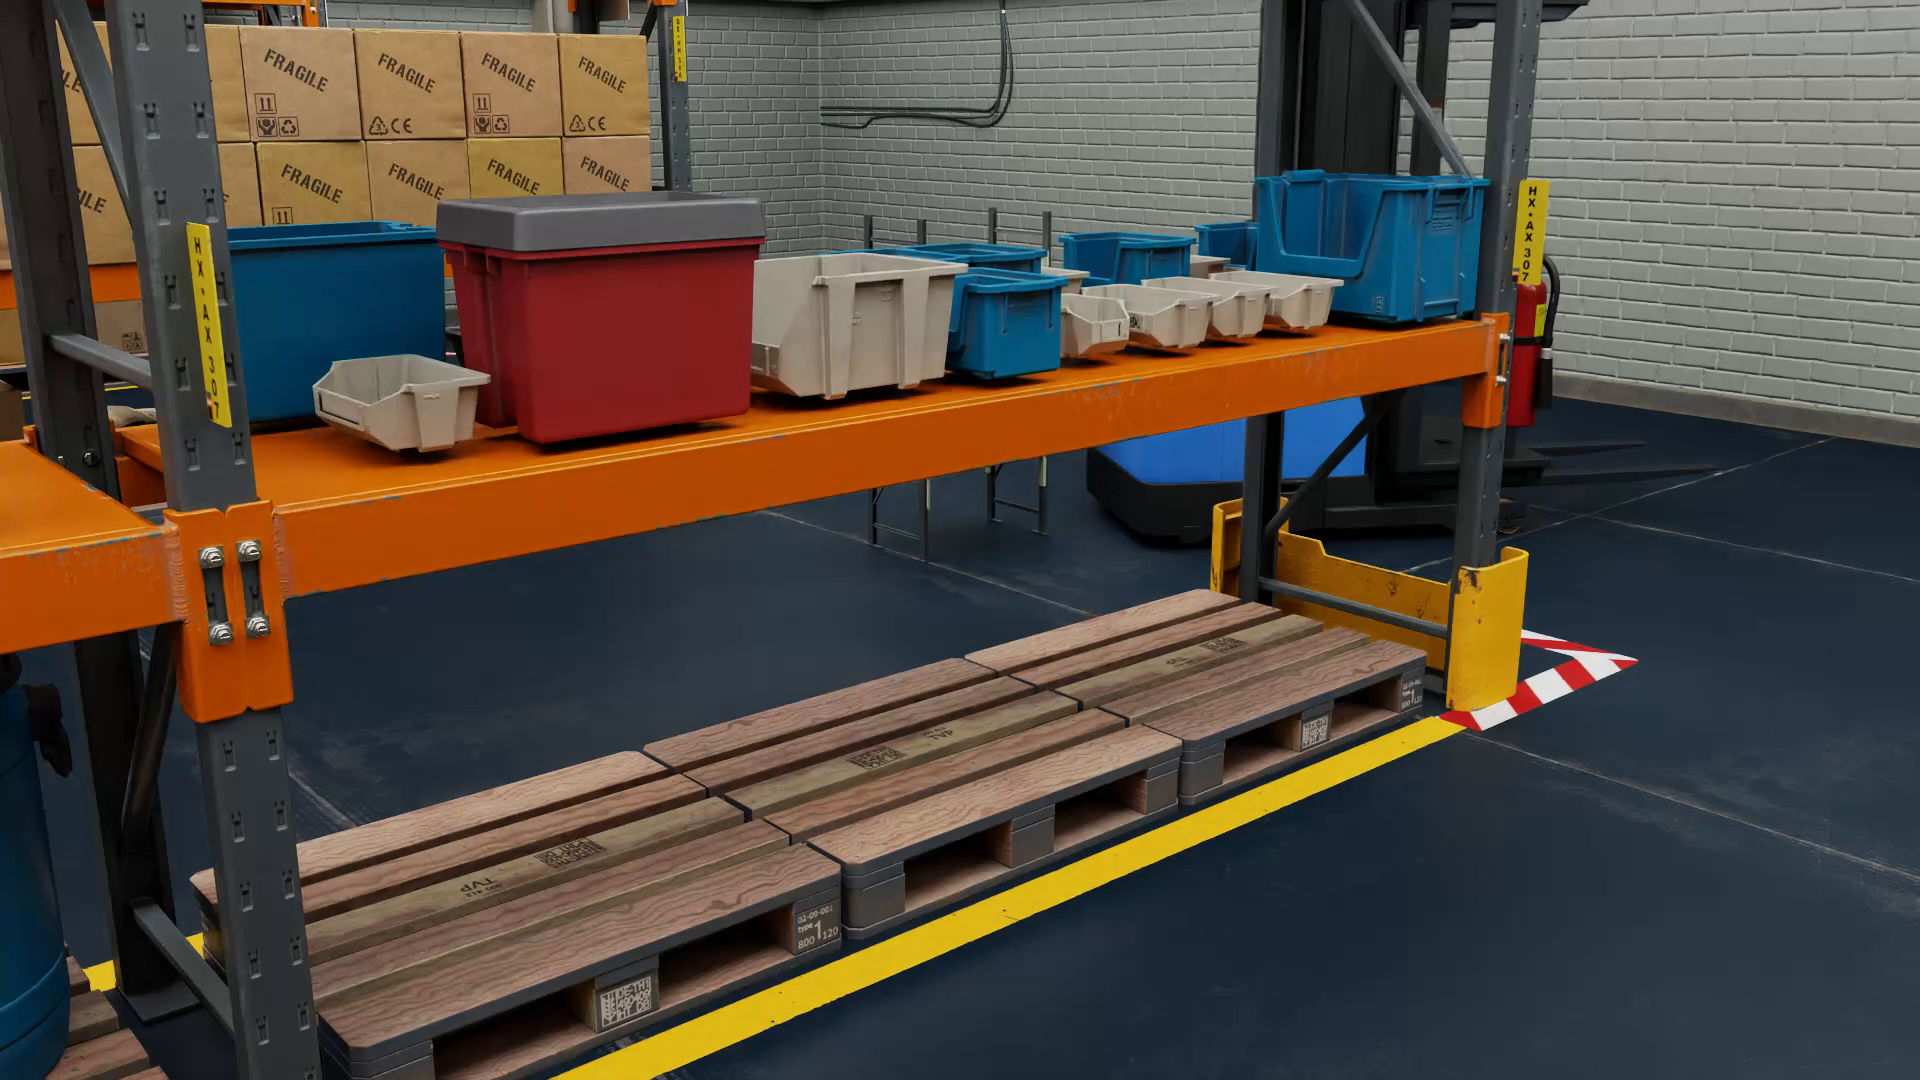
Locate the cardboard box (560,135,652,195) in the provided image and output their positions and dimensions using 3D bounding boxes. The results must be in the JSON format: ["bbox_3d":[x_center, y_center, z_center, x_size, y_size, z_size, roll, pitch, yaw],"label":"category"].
[{"bbox_3d":[-1.973,-1.885,8.800,0.500,0.500,0.500,-12,19,-38],"label":"cardboard box"}]

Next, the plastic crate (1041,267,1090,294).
[{"bbox_3d":[0.224,-0.771,5.220,0.298,0.136,0.250,-13,19,-39],"label":"plastic crate"}]

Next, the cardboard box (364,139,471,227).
[{"bbox_3d":[-2.742,-1.713,8.156,0.500,0.500,0.500,-12,19,-39],"label":"cardboard box"}]

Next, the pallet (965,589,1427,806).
[{"bbox_3d":[0.787,0.479,5.548,1.213,0.211,1.003,-13,19,-39],"label":"pallet"}]

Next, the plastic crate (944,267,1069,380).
[{"bbox_3d":[0.054,-0.551,4.208,0.300,0.233,0.416,-13,19,-39],"label":"plastic crate"}]

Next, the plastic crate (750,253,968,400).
[{"bbox_3d":[-0.310,-0.517,3.988,0.530,0.282,0.437,-13,19,-39],"label":"plastic crate"}]

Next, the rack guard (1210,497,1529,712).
[{"bbox_3d":[1.444,0.201,6.031,0.348,0.500,1.175,-13,19,-39],"label":"rack guard"}]

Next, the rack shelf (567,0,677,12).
[{"bbox_3d":[-3.323,-2.728,7.733,4.000,0.370,1.077,-13,19,-39],"label":"rack shelf"}]

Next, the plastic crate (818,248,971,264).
[{"bbox_3d":[-0.188,-0.697,4.755,0.300,0.233,0.416,-13,19,-39],"label":"plastic crate"}]

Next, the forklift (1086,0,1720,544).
[{"bbox_3d":[2.209,-1.566,7.934,3.031,2.935,1.130,-3,15,-11],"label":"forklift"}]

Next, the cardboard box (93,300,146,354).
[{"bbox_3d":[-6.288,-1.616,12.018,0.500,0.500,0.700,-13,20,-41],"label":"cardboard box"}]

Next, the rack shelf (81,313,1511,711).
[{"bbox_3d":[-0.074,-0.314,4.508,4.000,0.370,1.077,-13,19,-39],"label":"rack shelf"}]

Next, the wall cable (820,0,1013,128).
[{"bbox_3d":[-0.568,-5.216,15.857,0.112,2.526,3.097,-13,19,-39],"label":"wall cable"}]

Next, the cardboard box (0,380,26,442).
[{"bbox_3d":[-4.588,-0.445,7.593,0.500,0.500,0.500,-13,19,-39],"label":"cardboard box"}]

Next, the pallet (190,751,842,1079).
[{"bbox_3d":[-1.054,0.892,4.001,1.213,0.211,1.003,-13,19,-39],"label":"pallet"}]

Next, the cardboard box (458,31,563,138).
[{"bbox_3d":[-2.350,-2.282,8.350,0.500,0.500,0.500,-12,19,-38],"label":"cardboard box"}]

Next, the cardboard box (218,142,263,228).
[{"bbox_3d":[-3.505,-1.541,7.513,0.500,0.500,0.500,-13,20,-40],"label":"cardboard box"}]

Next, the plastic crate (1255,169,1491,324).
[{"bbox_3d":[1.304,-0.954,5.322,0.499,0.435,0.616,-13,19,-39],"label":"plastic crate"}]

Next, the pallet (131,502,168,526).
[{"bbox_3d":[-4.313,-0.057,7.554,1.213,0.211,1.003,-13,19,-39],"label":"pallet"}]

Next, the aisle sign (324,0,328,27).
[{"bbox_3d":[-4.818,-4.139,12.395,0.004,0.787,0.394,-13,19,-39],"label":"aisle sign"}]

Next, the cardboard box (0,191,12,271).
[{"bbox_3d":[-4.268,-1.369,6.871,0.500,0.500,0.500,-12,19,-38],"label":"cardboard box"}]

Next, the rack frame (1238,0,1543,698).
[{"bbox_3d":[1.434,-1.001,5.683,0.127,3.000,1.000,-13,19,-39],"label":"rack frame"}]

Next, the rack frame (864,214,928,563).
[{"bbox_3d":[-0.281,-0.661,7.320,0.023,1.500,0.400,-13,19,-39],"label":"rack frame"}]

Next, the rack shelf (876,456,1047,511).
[{"bbox_3d":[-0.005,-0.408,7.636,0.720,0.370,0.431,-13,19,-39],"label":"rack shelf"}]

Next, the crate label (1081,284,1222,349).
[{"bbox_3d":[0.516,-0.631,4.693,0.243,0.136,0.396,-13,19,-39],"label":"crate label"}]

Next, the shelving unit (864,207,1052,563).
[{"bbox_3d":[-0.005,-0.723,7.552,0.755,1.500,0.431,-13,19,-39],"label":"shelving unit"}]

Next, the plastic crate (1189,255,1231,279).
[{"bbox_3d":[0.736,-0.886,5.650,0.298,0.136,0.250,-13,19,-39],"label":"plastic crate"}]

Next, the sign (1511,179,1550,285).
[{"bbox_3d":[1.808,-0.975,5.272,0.005,0.325,0.100,-13,19,-39],"label":"sign"}]

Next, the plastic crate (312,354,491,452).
[{"bbox_3d":[-1.138,-0.276,3.364,0.243,0.136,0.396,-13,19,-39],"label":"plastic crate"}]

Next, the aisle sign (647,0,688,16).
[{"bbox_3d":[-1.562,-3.173,8.780,0.004,0.787,0.394,-13,19,-39],"label":"aisle sign"}]

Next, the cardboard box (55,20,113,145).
[{"bbox_3d":[-3.903,-1.932,7.038,0.500,0.500,0.500,-13,20,-41],"label":"cardboard box"}]

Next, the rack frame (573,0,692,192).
[{"bbox_3d":[-1.814,-1.965,9.296,0.127,3.000,1.000,-13,19,-39],"label":"rack frame"}]

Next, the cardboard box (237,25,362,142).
[{"bbox_3d":[-3.126,-2.106,7.692,0.500,0.500,0.500,-12,19,-38],"label":"cardboard box"}]

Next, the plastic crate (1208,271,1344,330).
[{"bbox_3d":[0.938,-0.729,5.060,0.243,0.136,0.396,-13,19,-39],"label":"plastic crate"}]

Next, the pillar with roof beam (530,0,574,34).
[{"bbox_3d":[-0.774,-5.615,11.335,0.400,9.000,9.100,-13,19,-39],"label":"pillar with roof beam"}]
